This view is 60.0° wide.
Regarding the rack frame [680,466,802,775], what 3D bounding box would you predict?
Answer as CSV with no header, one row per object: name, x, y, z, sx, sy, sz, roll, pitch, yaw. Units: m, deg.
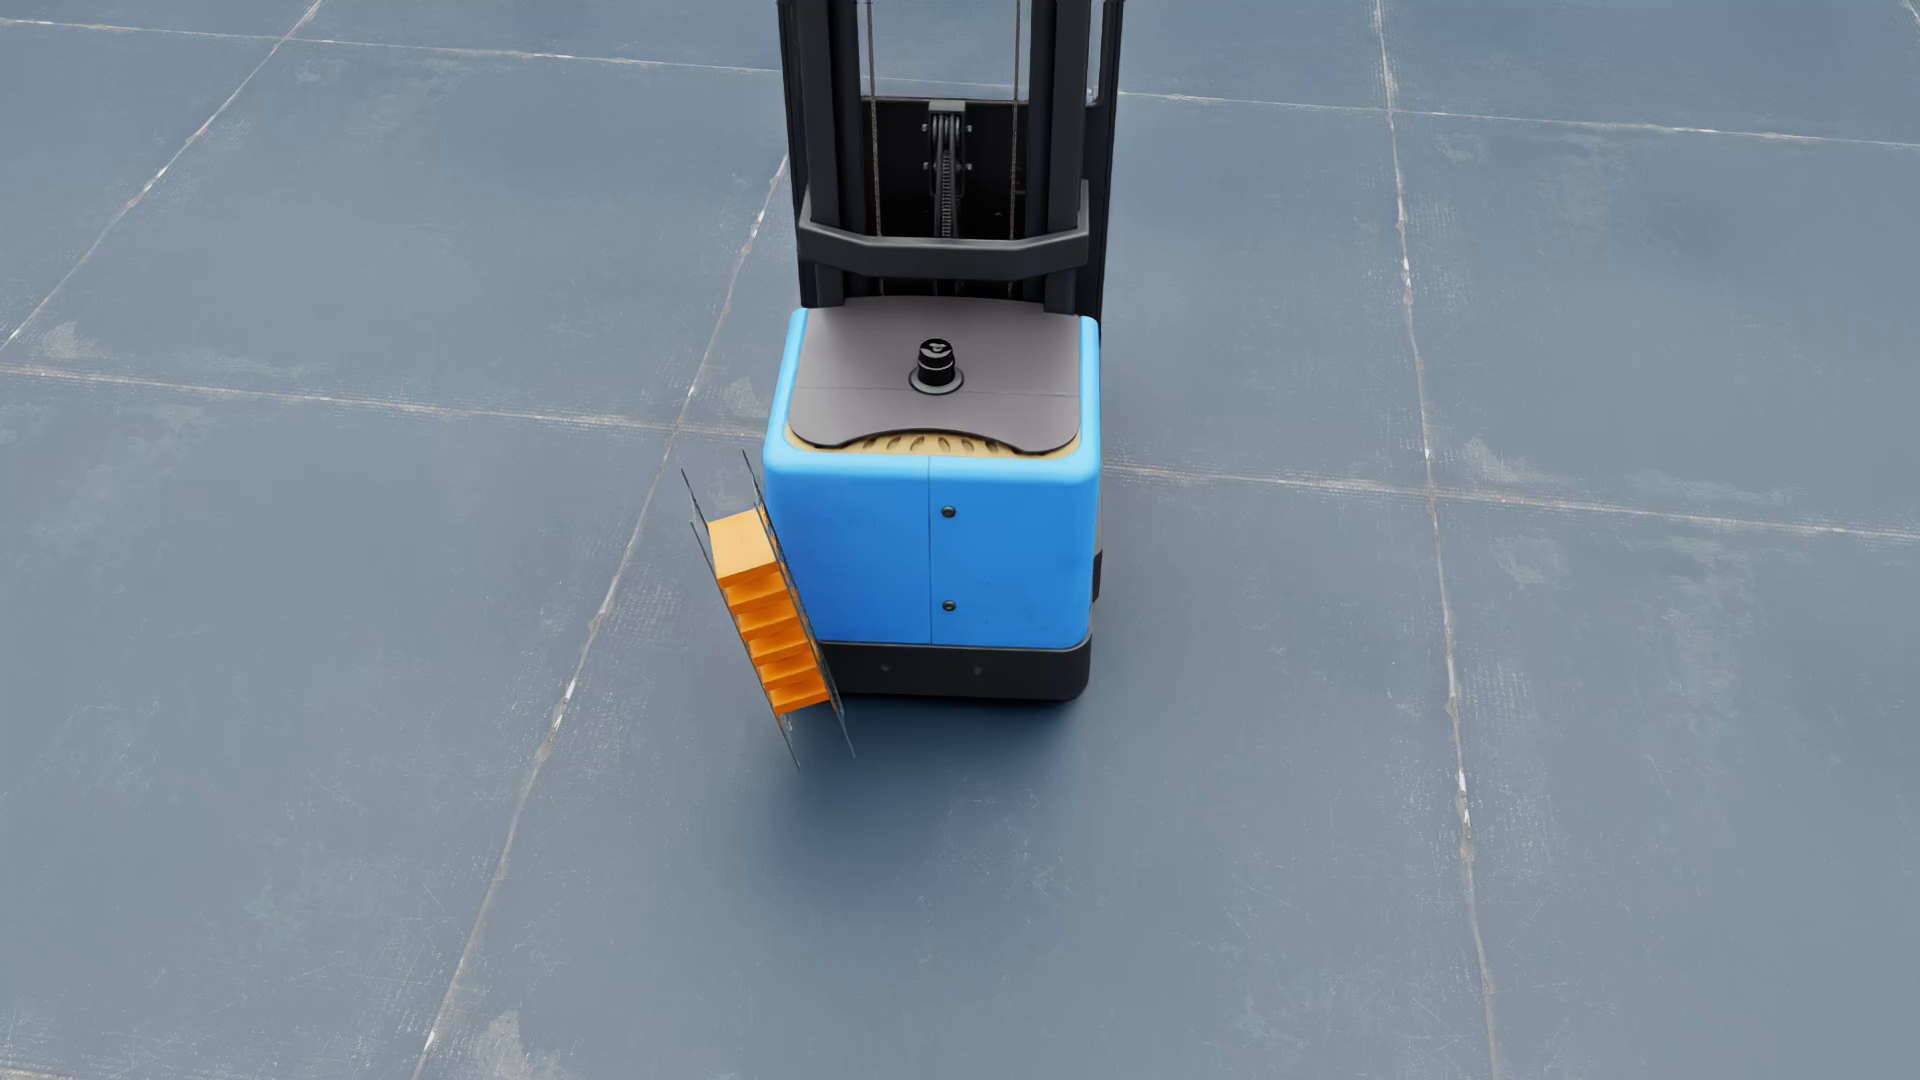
rack frame,-0.659,0.278,5.098,0.006,1.200,0.240,-17,45,-2

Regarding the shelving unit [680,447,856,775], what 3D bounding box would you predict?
shelving unit,-0.571,0.251,5.101,0.189,1.200,0.258,-17,45,-2

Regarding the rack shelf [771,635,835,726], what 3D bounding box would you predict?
rack shelf,-0.518,0.445,5.302,0.180,0.103,0.258,-17,45,-2

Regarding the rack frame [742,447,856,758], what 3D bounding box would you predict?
rack frame,-0.484,0.224,5.104,0.006,1.200,0.240,-17,45,-2

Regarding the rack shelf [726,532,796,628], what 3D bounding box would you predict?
rack shelf,-0.608,0.117,4.963,0.180,0.103,0.258,-17,45,-2

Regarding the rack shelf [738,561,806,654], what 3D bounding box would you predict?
rack shelf,-0.586,0.199,5.047,0.180,0.103,0.258,-17,45,-2

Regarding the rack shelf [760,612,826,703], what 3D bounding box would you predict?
rack shelf,-0.541,0.363,5.217,0.180,0.103,0.258,-17,45,-2

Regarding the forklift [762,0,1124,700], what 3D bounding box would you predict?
forklift,-0.018,-1.528,5.732,1.130,2.935,3.031,2,43,2

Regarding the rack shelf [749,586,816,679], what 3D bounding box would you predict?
rack shelf,-0.563,0.281,5.132,0.180,0.103,0.258,-17,45,-2

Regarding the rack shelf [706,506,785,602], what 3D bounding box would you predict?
rack shelf,-0.630,0.036,4.878,0.180,0.103,0.258,-17,45,-2
